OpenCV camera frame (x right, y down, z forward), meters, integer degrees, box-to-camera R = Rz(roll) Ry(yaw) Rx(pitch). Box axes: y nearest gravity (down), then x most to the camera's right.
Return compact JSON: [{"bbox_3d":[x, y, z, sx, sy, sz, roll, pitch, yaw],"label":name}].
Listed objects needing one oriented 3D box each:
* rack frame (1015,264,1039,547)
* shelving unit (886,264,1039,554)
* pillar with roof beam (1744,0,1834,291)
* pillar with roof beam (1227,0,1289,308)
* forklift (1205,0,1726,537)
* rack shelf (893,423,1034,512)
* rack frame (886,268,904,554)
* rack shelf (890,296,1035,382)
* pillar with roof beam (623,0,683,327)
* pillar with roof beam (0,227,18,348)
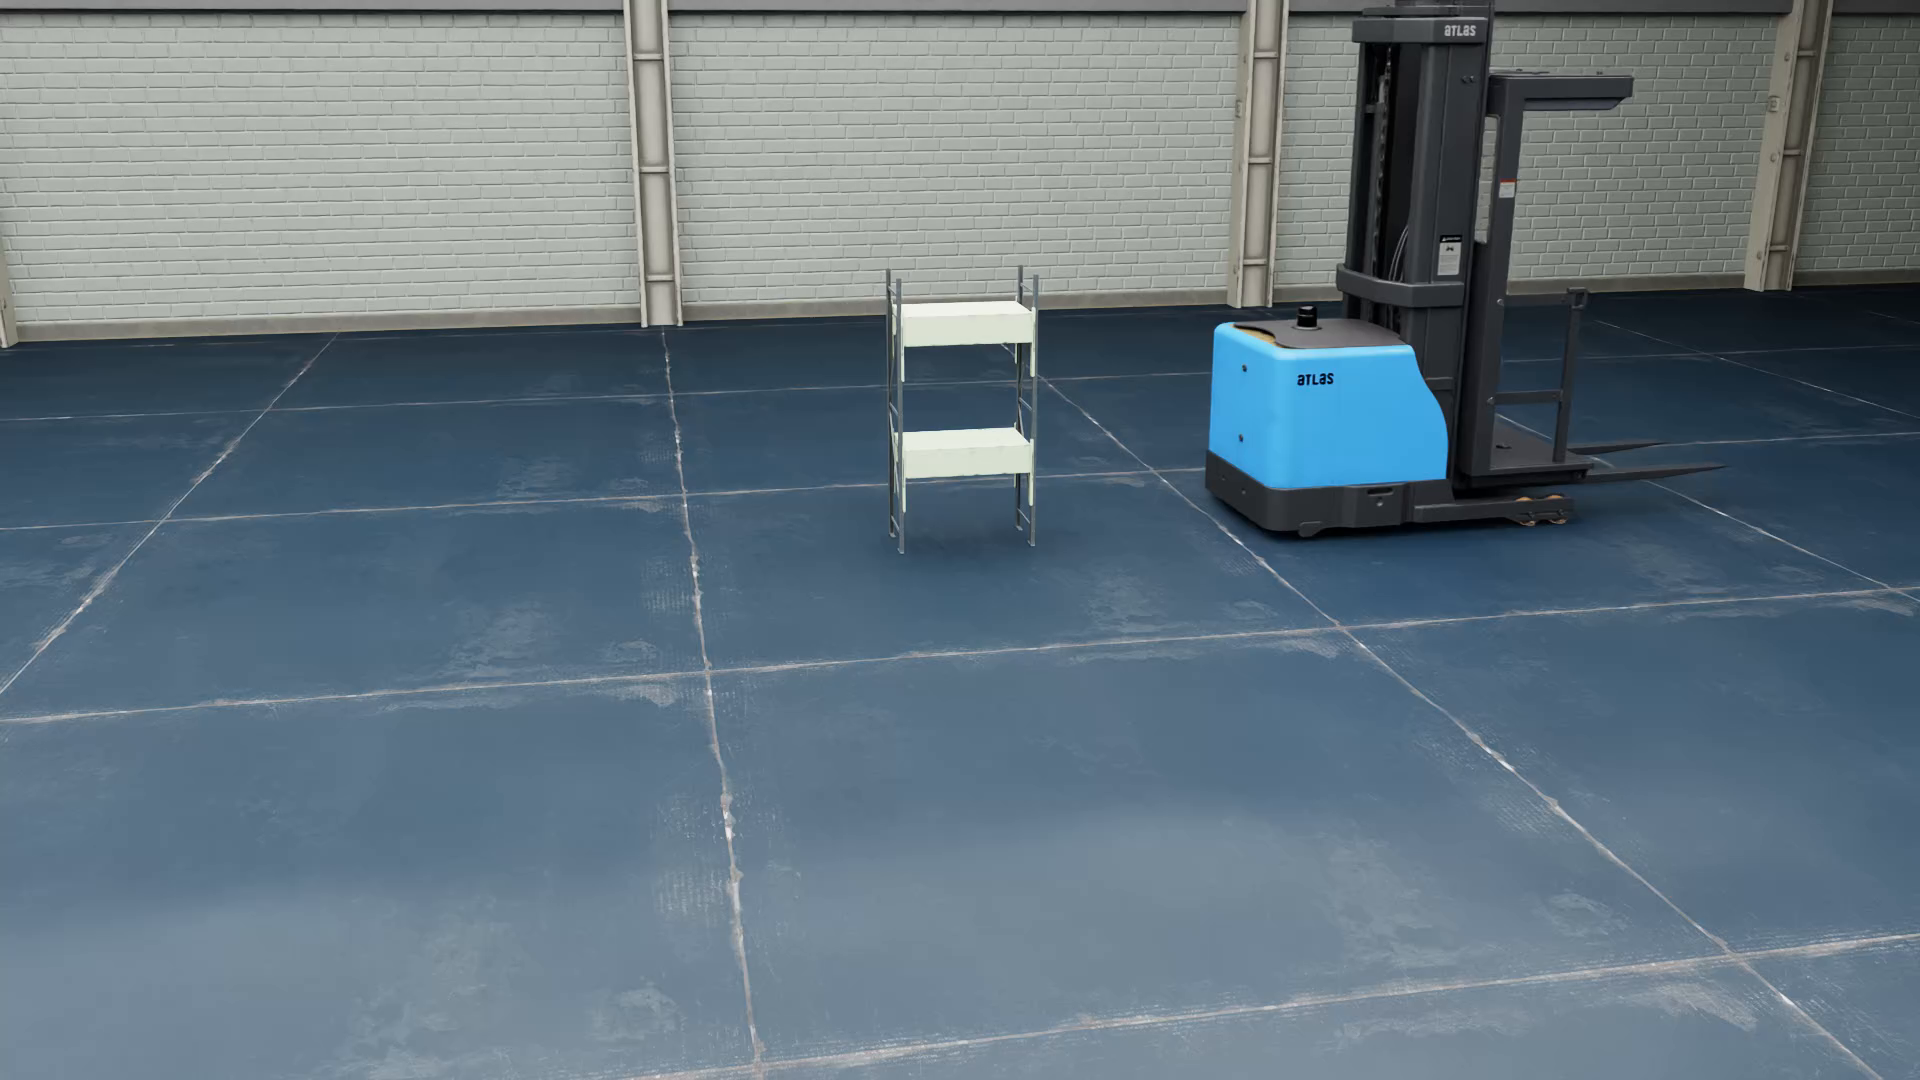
[{"bbox_3d":[0.366,-0.738,9.159,0.023,1.500,0.400,-3,17,-10],"label":"rack frame"},{"bbox_3d":[0.007,-0.717,9.093,0.755,1.500,0.431,-3,17,-10],"label":"shelving unit"},{"bbox_3d":[9.705,-5.829,12.964,0.400,9.000,9.100,-3,17,-10],"label":"pillar with roof beam"},{"bbox_3d":[3.814,-5.495,11.876,0.400,9.000,9.100,-3,17,-10],"label":"pillar with roof beam"},{"bbox_3d":[3.061,-1.626,9.615,3.031,2.935,1.130,-4,18,-13],"label":"forklift"},{"bbox_3d":[0.007,-0.406,9.189,0.720,0.370,0.431,-3,17,-10],"label":"rack shelf"},{"bbox_3d":[-0.353,-0.697,9.026,0.023,1.500,0.400,-3,17,-10],"label":"rack frame"},{"bbox_3d":[0.007,-1.090,8.978,0.720,0.370,0.431,-3,17,-10],"label":"rack shelf"},{"bbox_3d":[-2.077,-5.161,10.788,0.400,9.000,9.100,-3,17,-10],"label":"pillar with roof beam"},{"bbox_3d":[-7.968,-4.827,9.700,0.400,9.000,9.100,-3,17,-10],"label":"pillar with roof beam"}]
